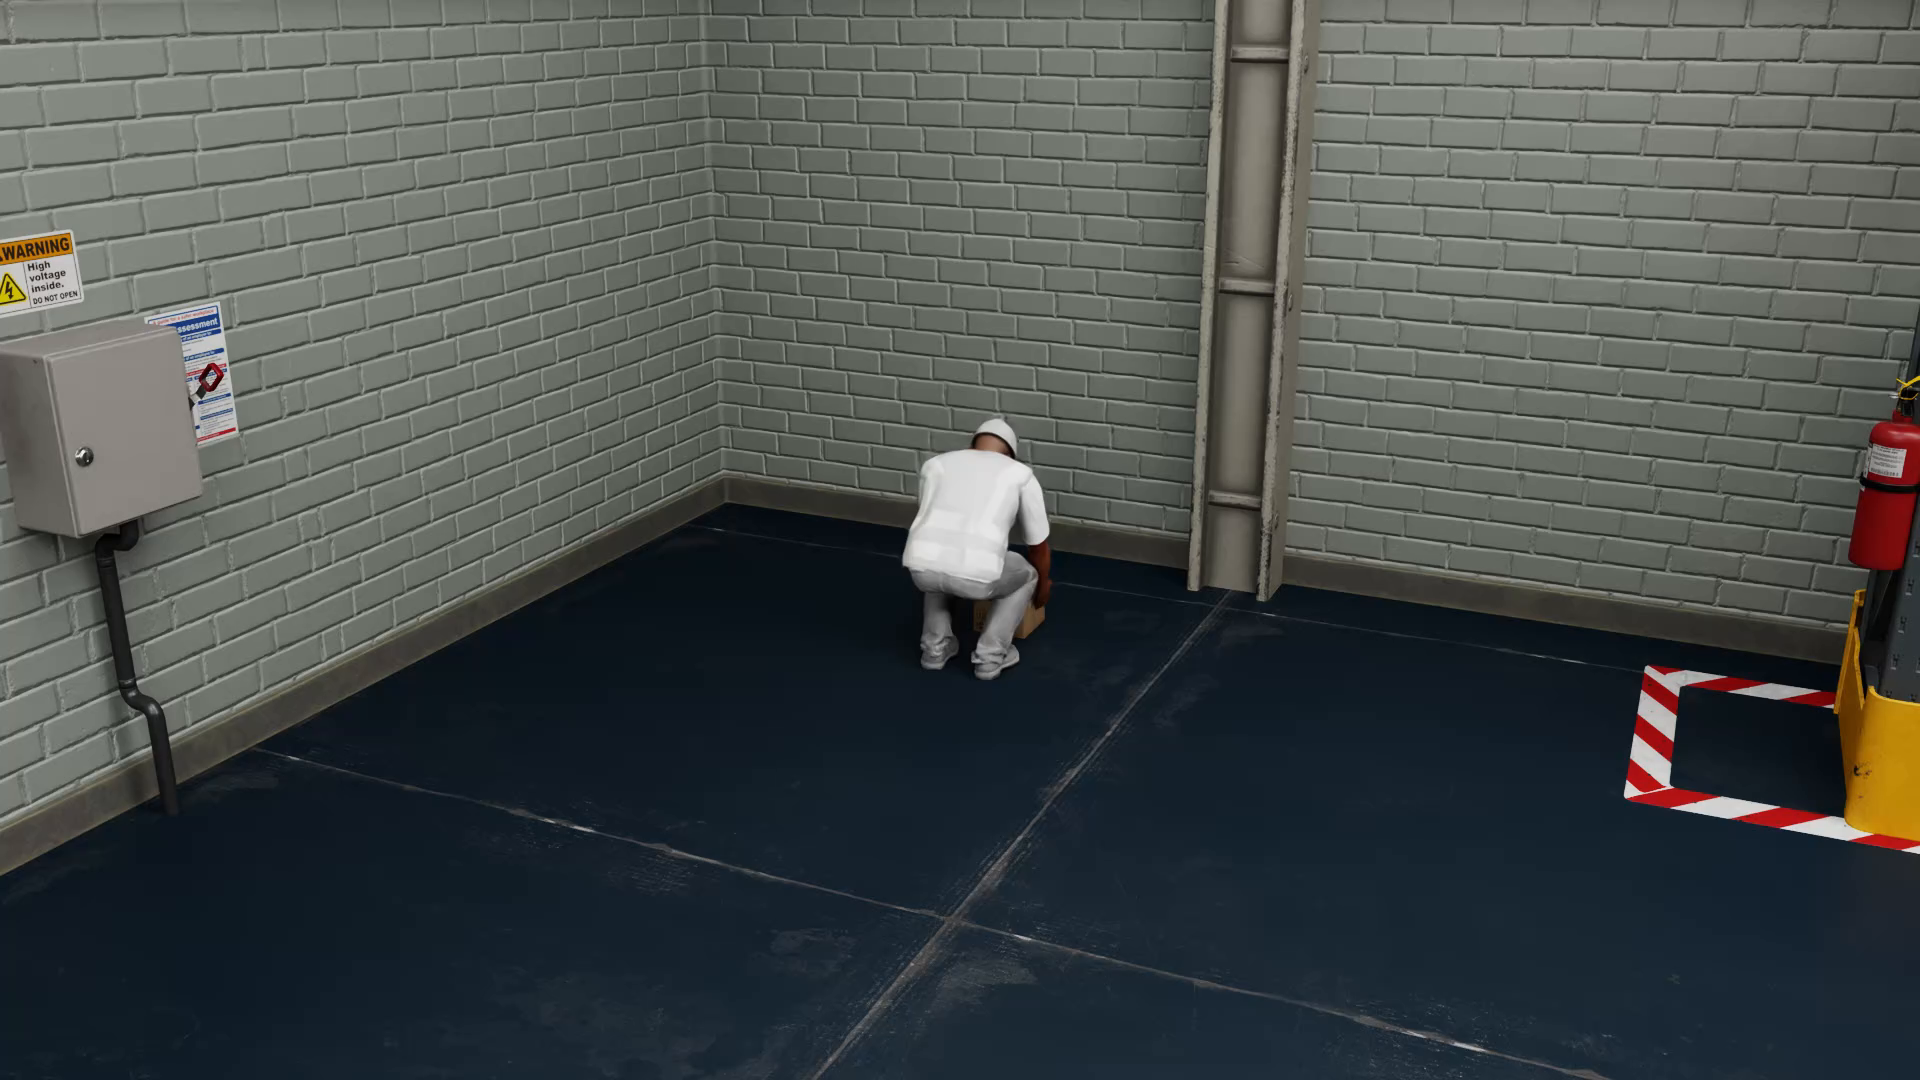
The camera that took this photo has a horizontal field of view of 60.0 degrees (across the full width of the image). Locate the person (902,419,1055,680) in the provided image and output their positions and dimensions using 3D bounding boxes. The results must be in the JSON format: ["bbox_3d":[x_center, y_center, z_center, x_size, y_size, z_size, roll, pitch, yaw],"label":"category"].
[{"bbox_3d":[0.044,0.033,7.159,0.580,0.975,0.893,8,21,23],"label":"person"}]
